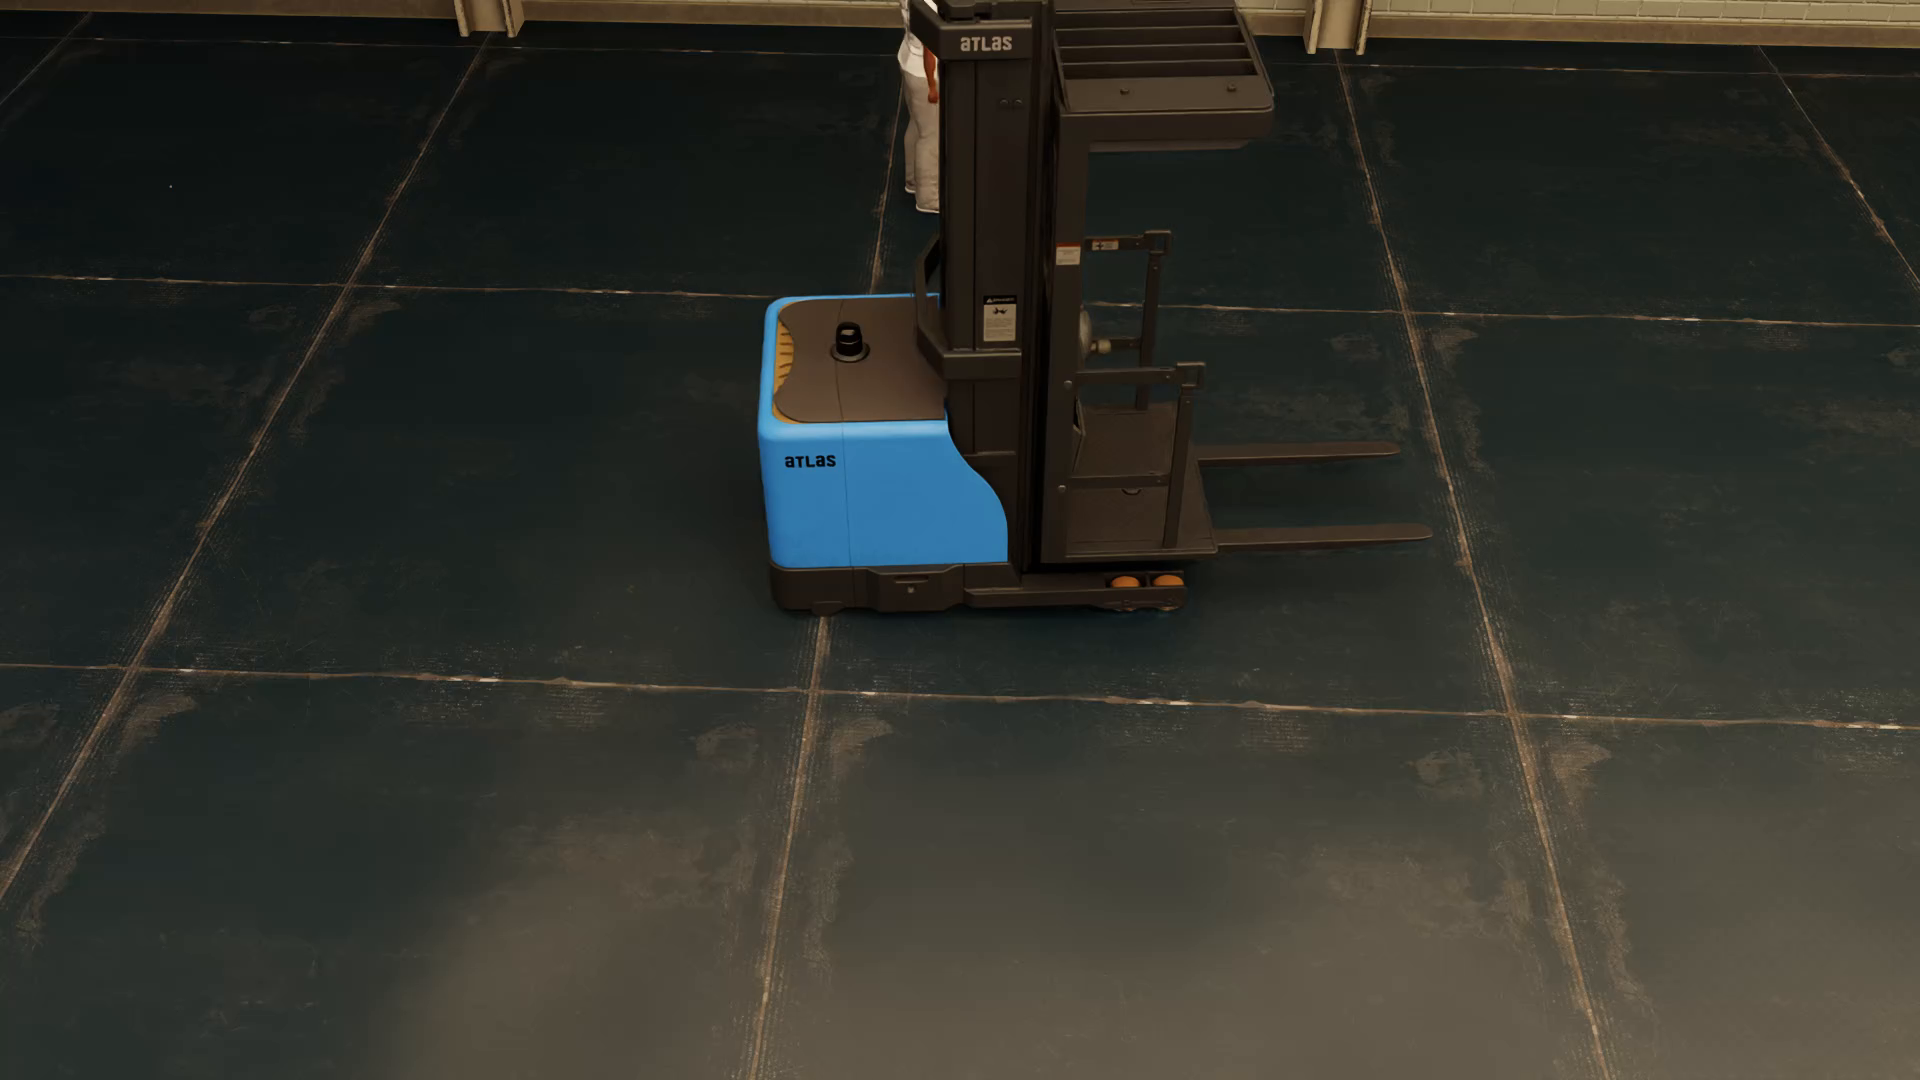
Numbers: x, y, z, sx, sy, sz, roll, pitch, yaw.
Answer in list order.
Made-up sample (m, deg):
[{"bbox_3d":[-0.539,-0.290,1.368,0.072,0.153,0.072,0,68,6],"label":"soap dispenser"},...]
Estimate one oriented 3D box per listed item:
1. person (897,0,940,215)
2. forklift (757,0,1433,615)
[{"bbox_3d":[-0.181,-2.720,9.648,0.345,1.689,0.449,-9,43,-10],"label":"person"},{"bbox_3d":[0.638,-1.114,6.963,3.031,2.935,1.130,-2,42,-2],"label":"forklift"}]
